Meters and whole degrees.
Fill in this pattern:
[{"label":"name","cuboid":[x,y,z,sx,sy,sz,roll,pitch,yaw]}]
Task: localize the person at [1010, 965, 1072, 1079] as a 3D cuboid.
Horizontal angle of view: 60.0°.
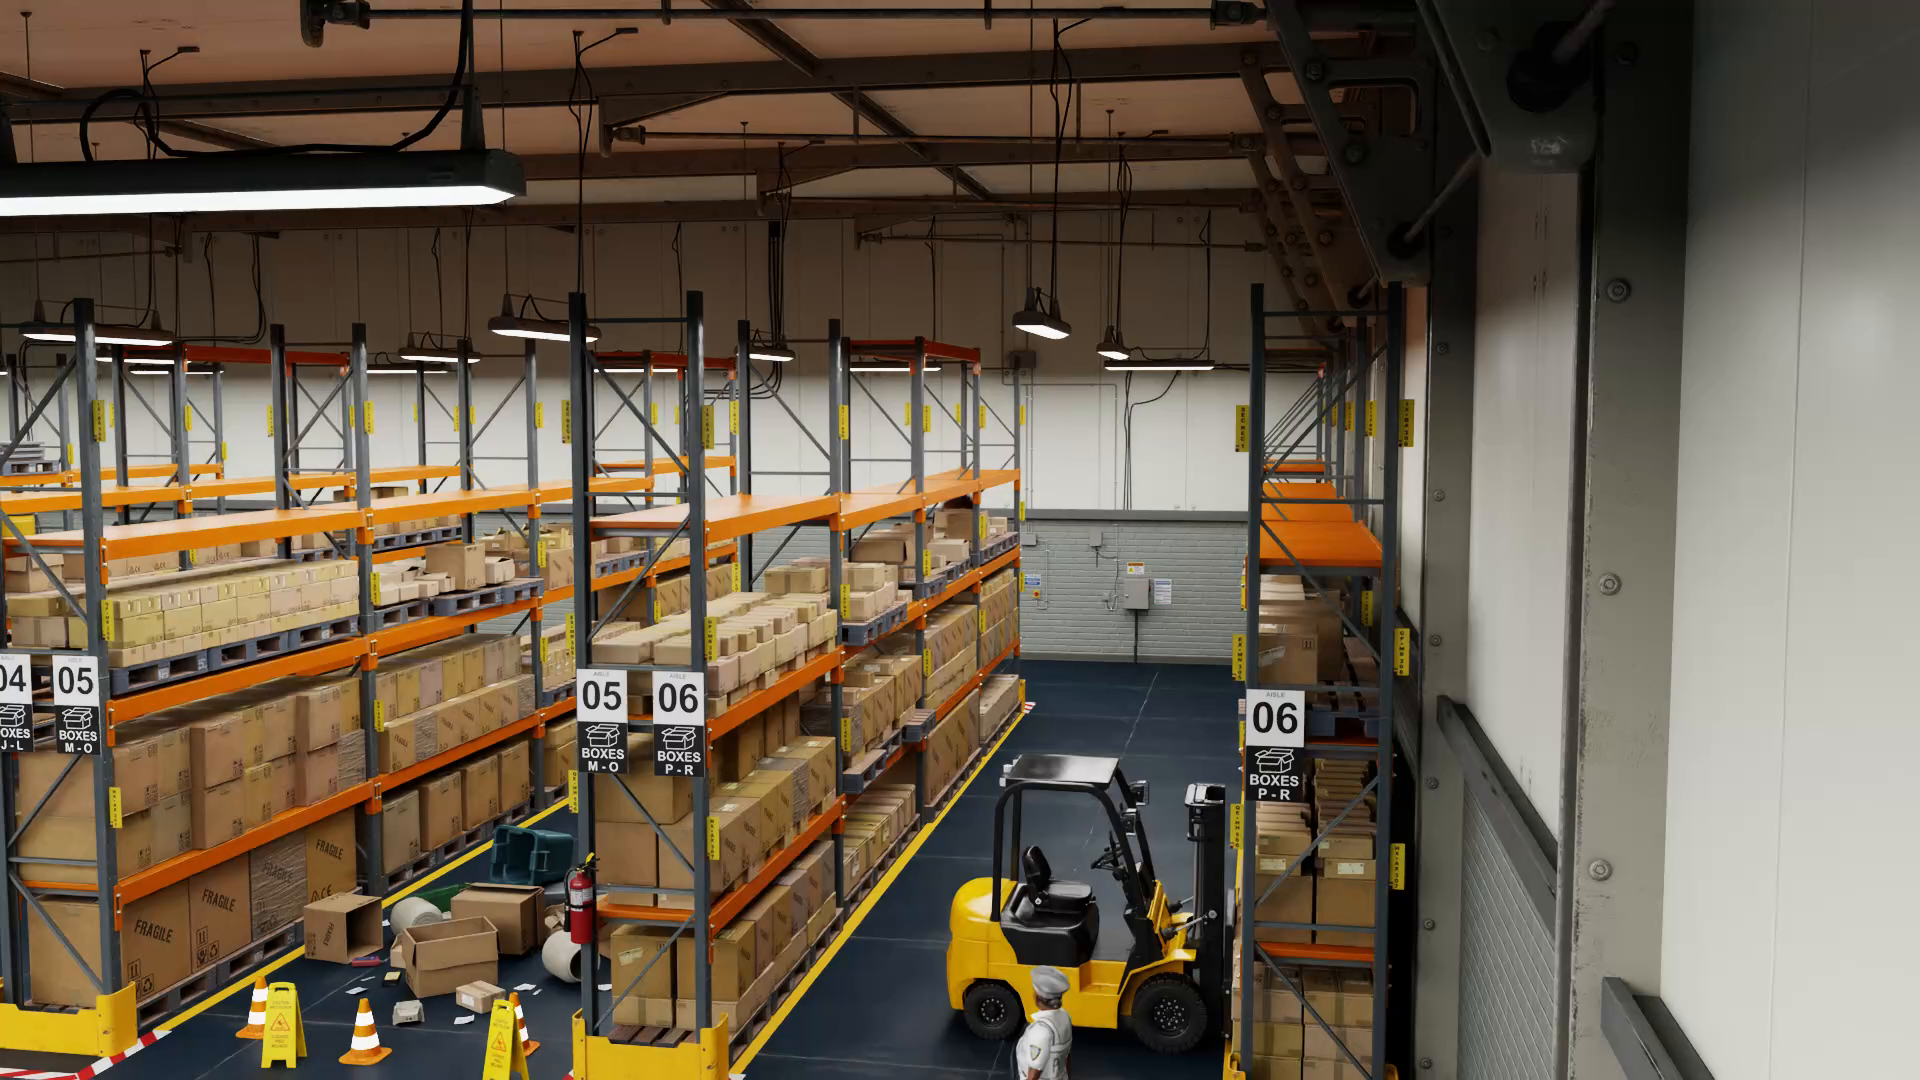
[{"label":"person","cuboid":[0.508,3.494,10.298,0.367,1.697,0.527,1,5,14]}]
